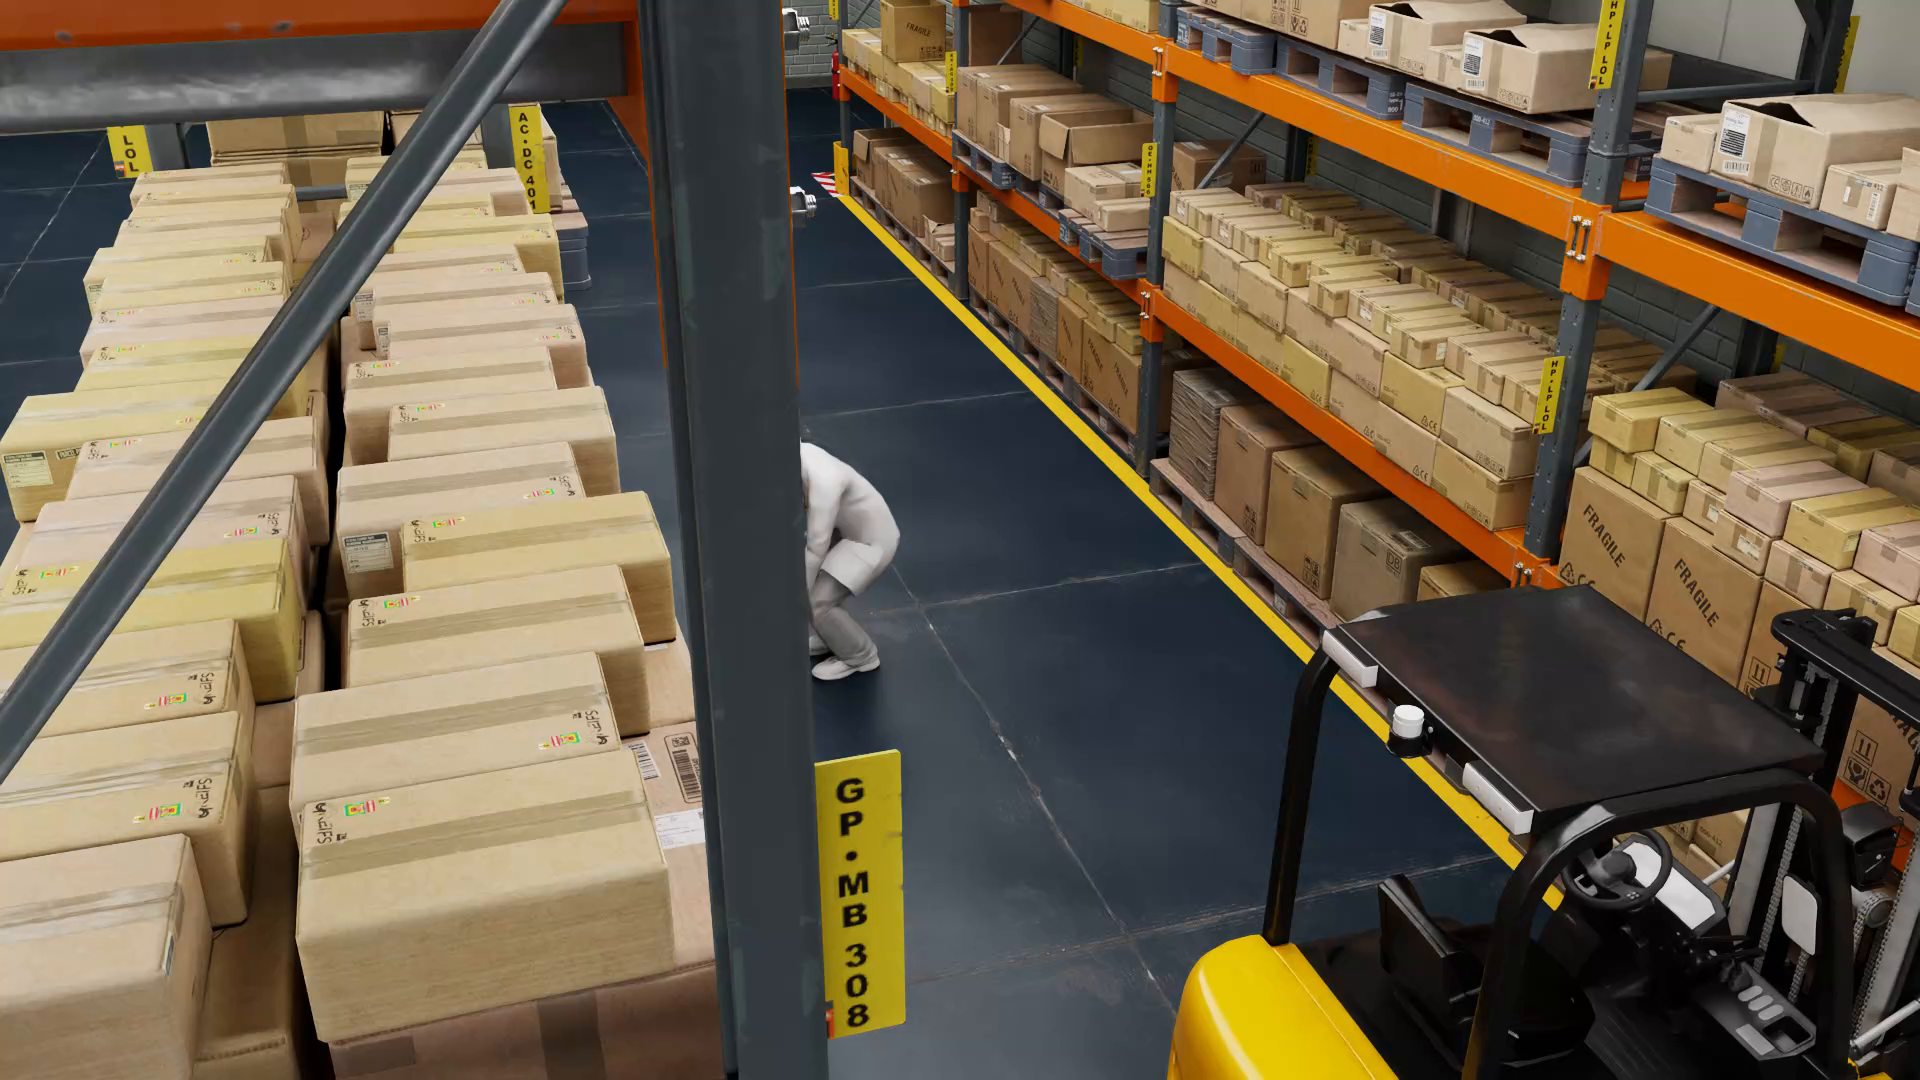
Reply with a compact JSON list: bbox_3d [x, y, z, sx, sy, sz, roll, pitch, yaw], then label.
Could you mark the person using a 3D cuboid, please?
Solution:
[{"bbox_3d":[-0.671,0.049,8.507,0.752,1.363,0.631,-8,27,-16],"label":"person"}]
